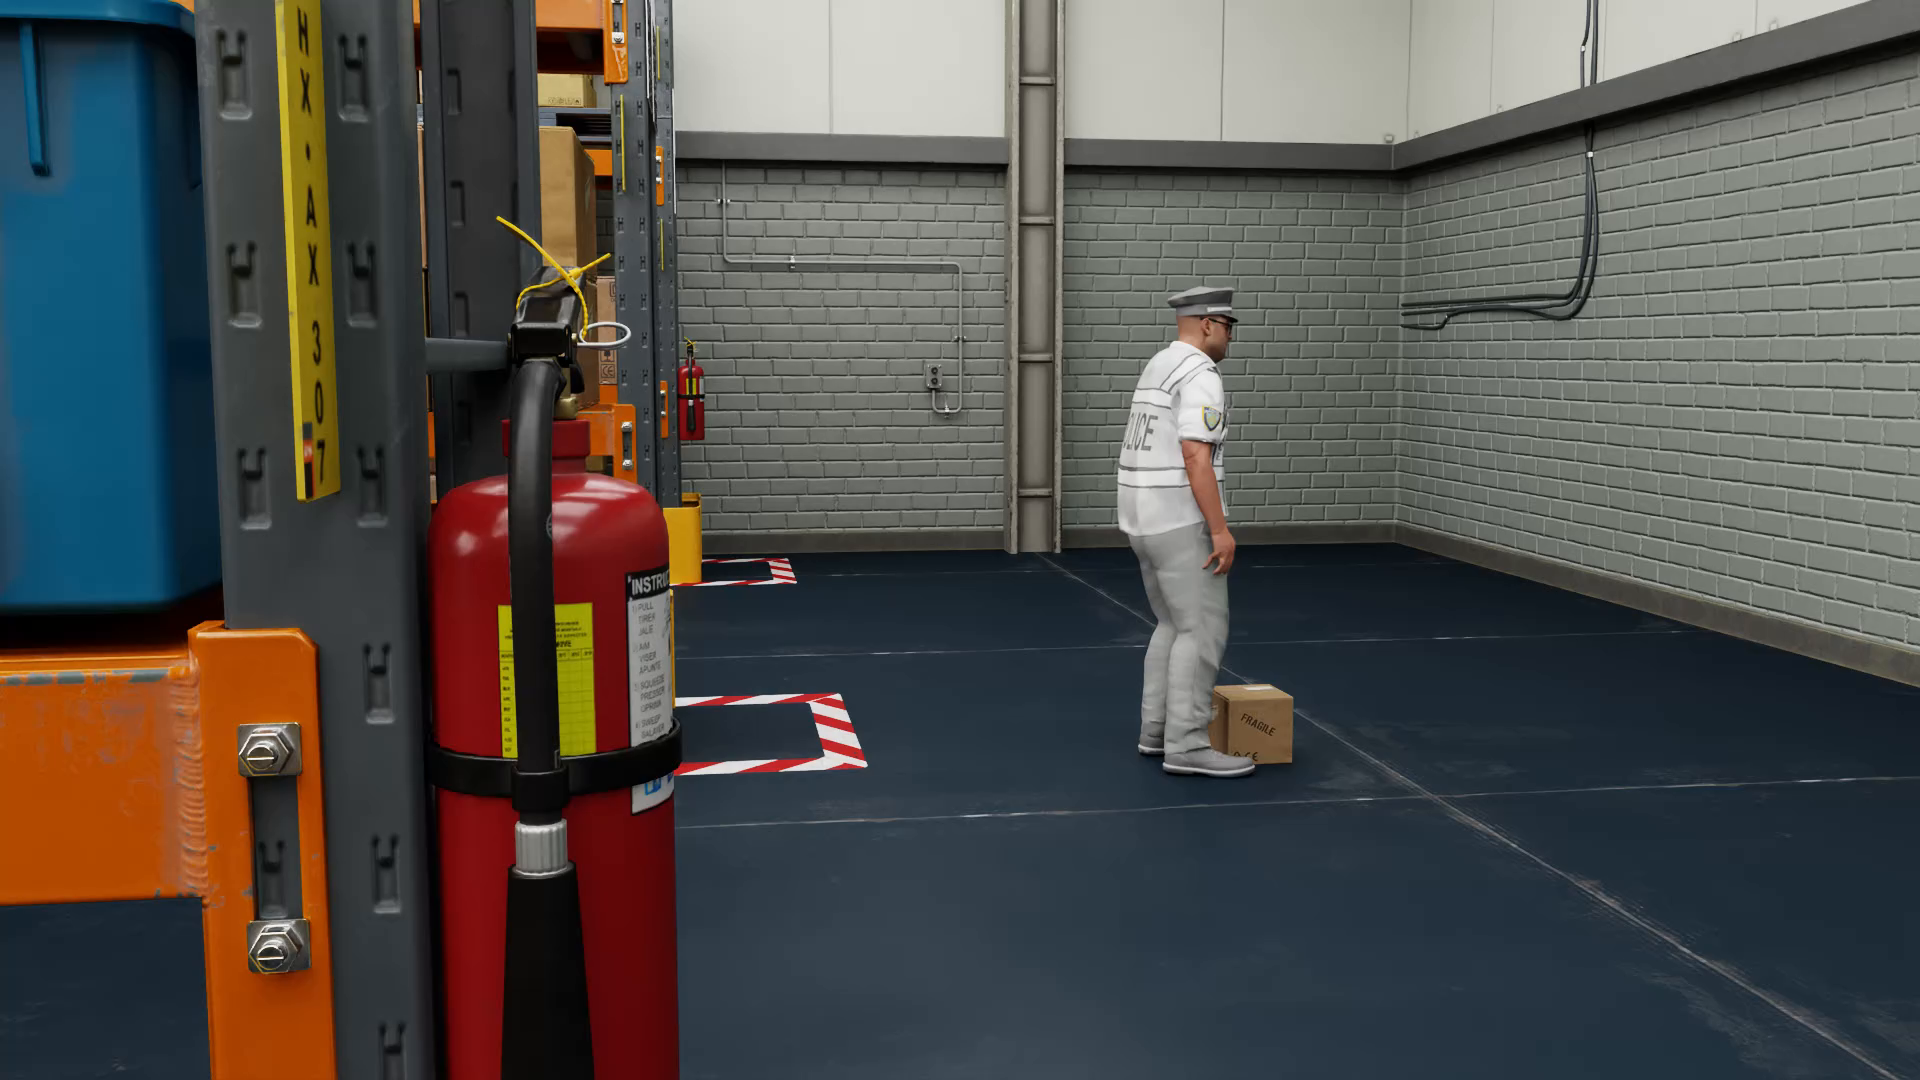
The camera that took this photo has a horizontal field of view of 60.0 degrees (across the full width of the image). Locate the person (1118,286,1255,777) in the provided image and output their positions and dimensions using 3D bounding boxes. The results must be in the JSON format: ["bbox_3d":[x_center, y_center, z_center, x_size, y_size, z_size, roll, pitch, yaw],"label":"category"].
[{"bbox_3d":[0.809,-0.049,6.104,0.427,1.750,0.603,-1,7,-11],"label":"person"}]
